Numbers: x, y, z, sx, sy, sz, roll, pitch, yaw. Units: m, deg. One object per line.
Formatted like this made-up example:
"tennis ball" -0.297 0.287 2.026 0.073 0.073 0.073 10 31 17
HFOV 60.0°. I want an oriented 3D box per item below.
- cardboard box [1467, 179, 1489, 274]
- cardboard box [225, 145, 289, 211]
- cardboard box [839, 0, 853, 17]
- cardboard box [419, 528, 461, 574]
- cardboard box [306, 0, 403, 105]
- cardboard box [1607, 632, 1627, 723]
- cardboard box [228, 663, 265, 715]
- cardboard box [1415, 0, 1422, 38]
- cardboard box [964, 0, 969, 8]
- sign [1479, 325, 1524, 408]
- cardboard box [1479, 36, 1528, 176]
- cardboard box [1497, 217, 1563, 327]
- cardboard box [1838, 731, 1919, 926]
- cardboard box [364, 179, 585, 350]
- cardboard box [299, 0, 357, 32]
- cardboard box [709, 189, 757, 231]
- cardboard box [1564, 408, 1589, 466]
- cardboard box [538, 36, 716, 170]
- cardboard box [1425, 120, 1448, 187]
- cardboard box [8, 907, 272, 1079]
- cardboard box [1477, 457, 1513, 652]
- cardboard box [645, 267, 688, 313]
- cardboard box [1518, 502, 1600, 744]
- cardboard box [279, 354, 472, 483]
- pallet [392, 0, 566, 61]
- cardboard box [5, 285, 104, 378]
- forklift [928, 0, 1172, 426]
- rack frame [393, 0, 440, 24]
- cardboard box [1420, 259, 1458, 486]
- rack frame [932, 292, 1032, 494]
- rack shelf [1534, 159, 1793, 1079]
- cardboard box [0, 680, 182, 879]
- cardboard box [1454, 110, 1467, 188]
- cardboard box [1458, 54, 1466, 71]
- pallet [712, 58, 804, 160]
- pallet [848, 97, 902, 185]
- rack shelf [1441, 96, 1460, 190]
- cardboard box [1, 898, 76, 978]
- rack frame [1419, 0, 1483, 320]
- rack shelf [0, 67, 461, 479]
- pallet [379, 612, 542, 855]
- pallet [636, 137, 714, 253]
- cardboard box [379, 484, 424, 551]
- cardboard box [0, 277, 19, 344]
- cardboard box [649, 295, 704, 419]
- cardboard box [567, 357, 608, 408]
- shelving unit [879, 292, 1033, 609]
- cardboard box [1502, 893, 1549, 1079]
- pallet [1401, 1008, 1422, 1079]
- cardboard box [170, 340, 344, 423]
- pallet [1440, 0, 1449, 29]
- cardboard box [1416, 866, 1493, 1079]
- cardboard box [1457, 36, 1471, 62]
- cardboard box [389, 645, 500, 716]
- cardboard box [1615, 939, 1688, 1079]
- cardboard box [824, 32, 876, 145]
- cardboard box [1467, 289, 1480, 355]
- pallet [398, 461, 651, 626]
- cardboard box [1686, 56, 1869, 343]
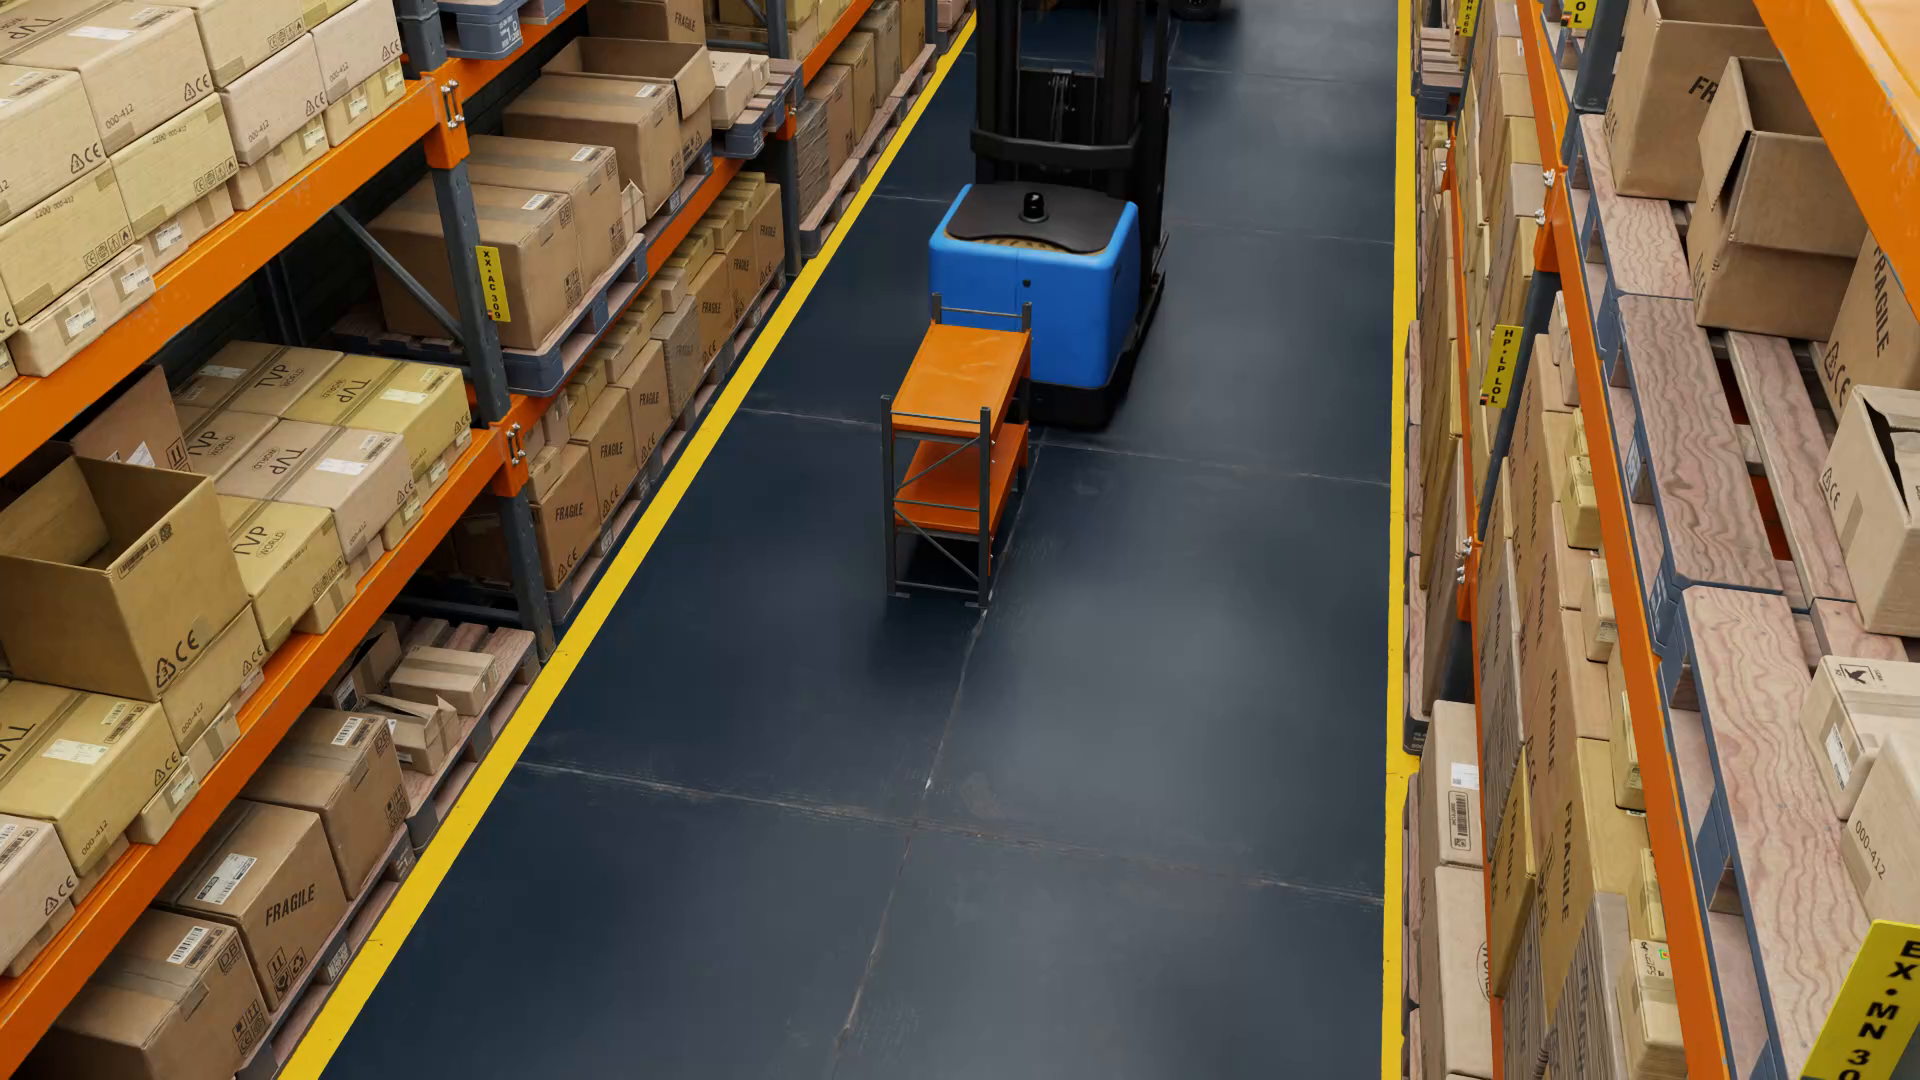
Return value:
"cardboard box" 2.606 -1.419 7.624 0.500 0.250 0.500 8 37 11
"cardboard box" -2.364 -1.170 5.237 0.380 0.149 0.250 7 37 10
"cardboard box" -0.994 -3.774 11.299 0.500 0.250 0.500 6 36 8
"cardboard box" -2.582 -0.210 8.026 0.500 0.500 0.500 7 37 10
"cardboard box" -2.256 -1.700 5.628 0.500 0.250 0.500 7 37 10
"cardboard box" 1.772 0.354 3.985 0.380 0.149 0.250 8 37 11
"cardboard box" -2.566 0.465 5.536 0.380 0.149 0.250 7 37 10
"cardboard box" 4.129 -4.436 14.070 0.500 0.250 0.500 6 36 9
"cardboard box" -0.169 -4.906 14.718 0.500 0.250 0.500 7 36 9
"sign" 1.920 -0.613 5.890 0.100 0.325 0.005 7 37 10
"cardboard box" 2.740 -2.020 7.814 0.500 0.500 0.500 8 37 11
"cardboard box" 2.302 -0.846 6.195 0.500 0.500 0.500 8 37 11
"cardboard box" 1.606 0.546 2.339 0.500 0.250 0.500 4 36 6
"cardboard box" -2.076 -1.193 7.168 0.700 0.500 0.500 8 37 11
"cardboard box" -2.270 -1.891 5.465 0.500 0.250 0.500 7 37 10
"cardboard box" -1.429 -1.972 9.904 0.380 0.149 0.250 6 36 8
"cardboard box" 1.966 -0.237 4.802 0.380 0.149 0.250 7 37 10
"cardboard box" -1.711 -2.280 8.664 0.797 0.503 0.637 7 36 9
"cardboard box" 3.754 -2.694 11.562 0.950 0.372 0.625 8 37 12
"cardboard box" -2.808 1.578 5.559 0.700 0.500 0.500 9 37 12
"cardboard box" 2.096 0.082 5.765 0.500 0.500 0.500 8 37 11
"cardboard box" -1.712 -1.376 9.082 0.380 0.149 0.250 6 36 8
"cardboard box" 1.879 0.265 4.661 0.500 0.500 0.500 8 37 11
"cardboard box" -2.268 -0.471 6.488 0.500 0.250 0.500 8 37 11
"pallet" -2.190 -2.237 6.655 1.213 0.211 1.003 7 37 10
"cardboard box" -2.535 -0.573 4.413 0.380 0.149 0.250 7 37 10
"forklift" 0.693 -2.689 9.733 1.130 2.935 3.031 9 37 12
"rack frame" -2.398 -3.163 5.216 1.000 3.000 0.127 7 37 10
"cardboard box" 2.883 -0.820 8.548 0.875 0.875 0.875 8 37 11
"rack frame" 0.107 -0.743 8.587 0.500 1.125 0.032 7 37 10
"rack shelf" 2.025 0.110 3.870 1.077 0.370 4.000 7 37 10
"cardboard box" -2.679 0.694 4.882 0.500 0.250 0.500 7 36 9
"cardboard box" 2.956 -2.097 8.985 0.500 0.250 0.500 7 36 9
"cardboard box" 3.133 -2.855 9.760 0.380 0.149 0.250 8 37 11
"pallet" -1.620 -2.552 9.648 1.213 0.211 1.003 7 37 10
"pallet" -1.067 -3.062 12.565 1.003 0.211 1.213 7 37 10
"rack shelf" 3.734 -3.262 11.078 1.077 0.370 4.000 7 37 10
"cardboard box" -2.769 1.063 4.711 0.380 0.149 0.250 8 37 11
"rack frame" 3.307 -2.407 9.285 1.000 3.000 0.127 7 37 10
"rack shelf" -2.825 -0.510 4.725 1.077 0.370 4.000 7 37 10
"pallet" -2.545 0.789 7.251 1.003 0.211 1.213 7 37 10
"pallet" -1.954 -1.834 8.657 1.003 0.211 1.213 7 37 10
"cardboard box" -2.285 -0.113 6.335 0.380 0.149 0.250 8 37 11
"cardboard box" -2.680 -0.521 4.001 0.500 0.250 0.500 6 36 9
"cardboard box" -1.743 -1.029 9.156 0.500 0.500 0.500 6 36 8
"cardboard box" -1.989 -0.802 8.290 0.380 0.149 0.250 7 36 9
"shelving unit" -0.001 -0.452 8.185 0.538 1.125 1.048 7 37 10
"cardboard box" 1.664 1.248 4.158 0.500 0.500 0.500 8 37 11
"pallet" 1.955 2.143 5.383 1.003 0.211 1.213 7 37 10
"cardboard box" -2.767 -0.543 6.588 0.500 0.250 0.500 7 37 9
"pallet" 3.689 -3.469 10.914 1.003 0.211 1.213 7 37 10
"cardboard box" 2.023 1.614 5.563 0.875 0.438 0.875 6 36 9
"cardboard box" 3.132 -3.033 9.453 0.500 0.500 0.500 6 36 9
"cardboard box" -2.230 0.607 7.198 0.380 0.149 0.250 6 36 9
"cardboard box" 1.482 0.934 3.186 0.380 0.149 0.250 7 37 10
"cardboard box" -1.121 -3.353 12.256 0.875 0.625 0.625 6 36 8
"cardboard box" 2.538 -0.920 7.362 0.500 0.250 0.500 6 36 9
"pallet" -2.261 -0.075 8.444 1.003 0.211 1.213 7 37 10
"cardboard box" 2.196 -0.803 3.985 0.797 0.503 0.637 10 37 14
